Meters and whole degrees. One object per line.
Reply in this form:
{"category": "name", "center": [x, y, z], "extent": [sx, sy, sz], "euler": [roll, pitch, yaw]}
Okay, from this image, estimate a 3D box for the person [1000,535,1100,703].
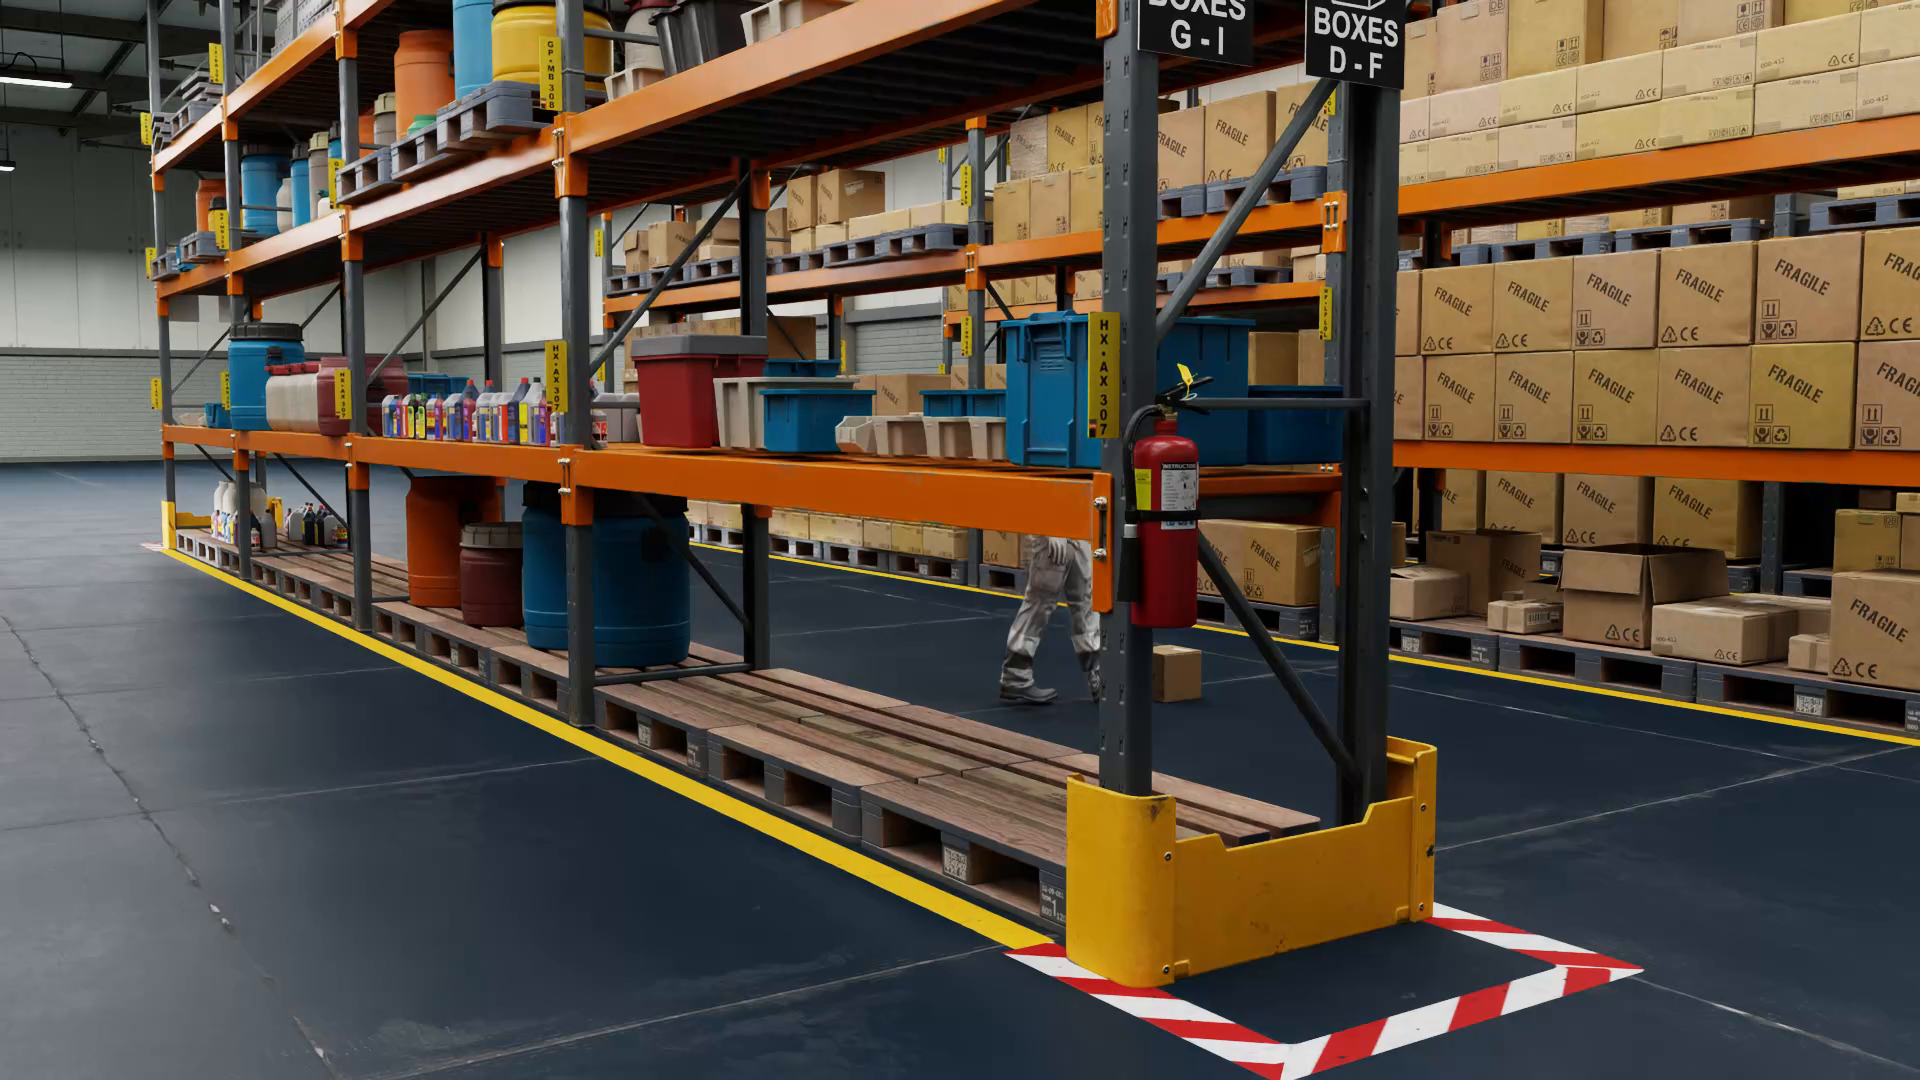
{"category": "person", "center": [0.584, -0.058, 8.338], "extent": [0.763, 1.777, 0.566], "euler": [1, 5, 7]}
